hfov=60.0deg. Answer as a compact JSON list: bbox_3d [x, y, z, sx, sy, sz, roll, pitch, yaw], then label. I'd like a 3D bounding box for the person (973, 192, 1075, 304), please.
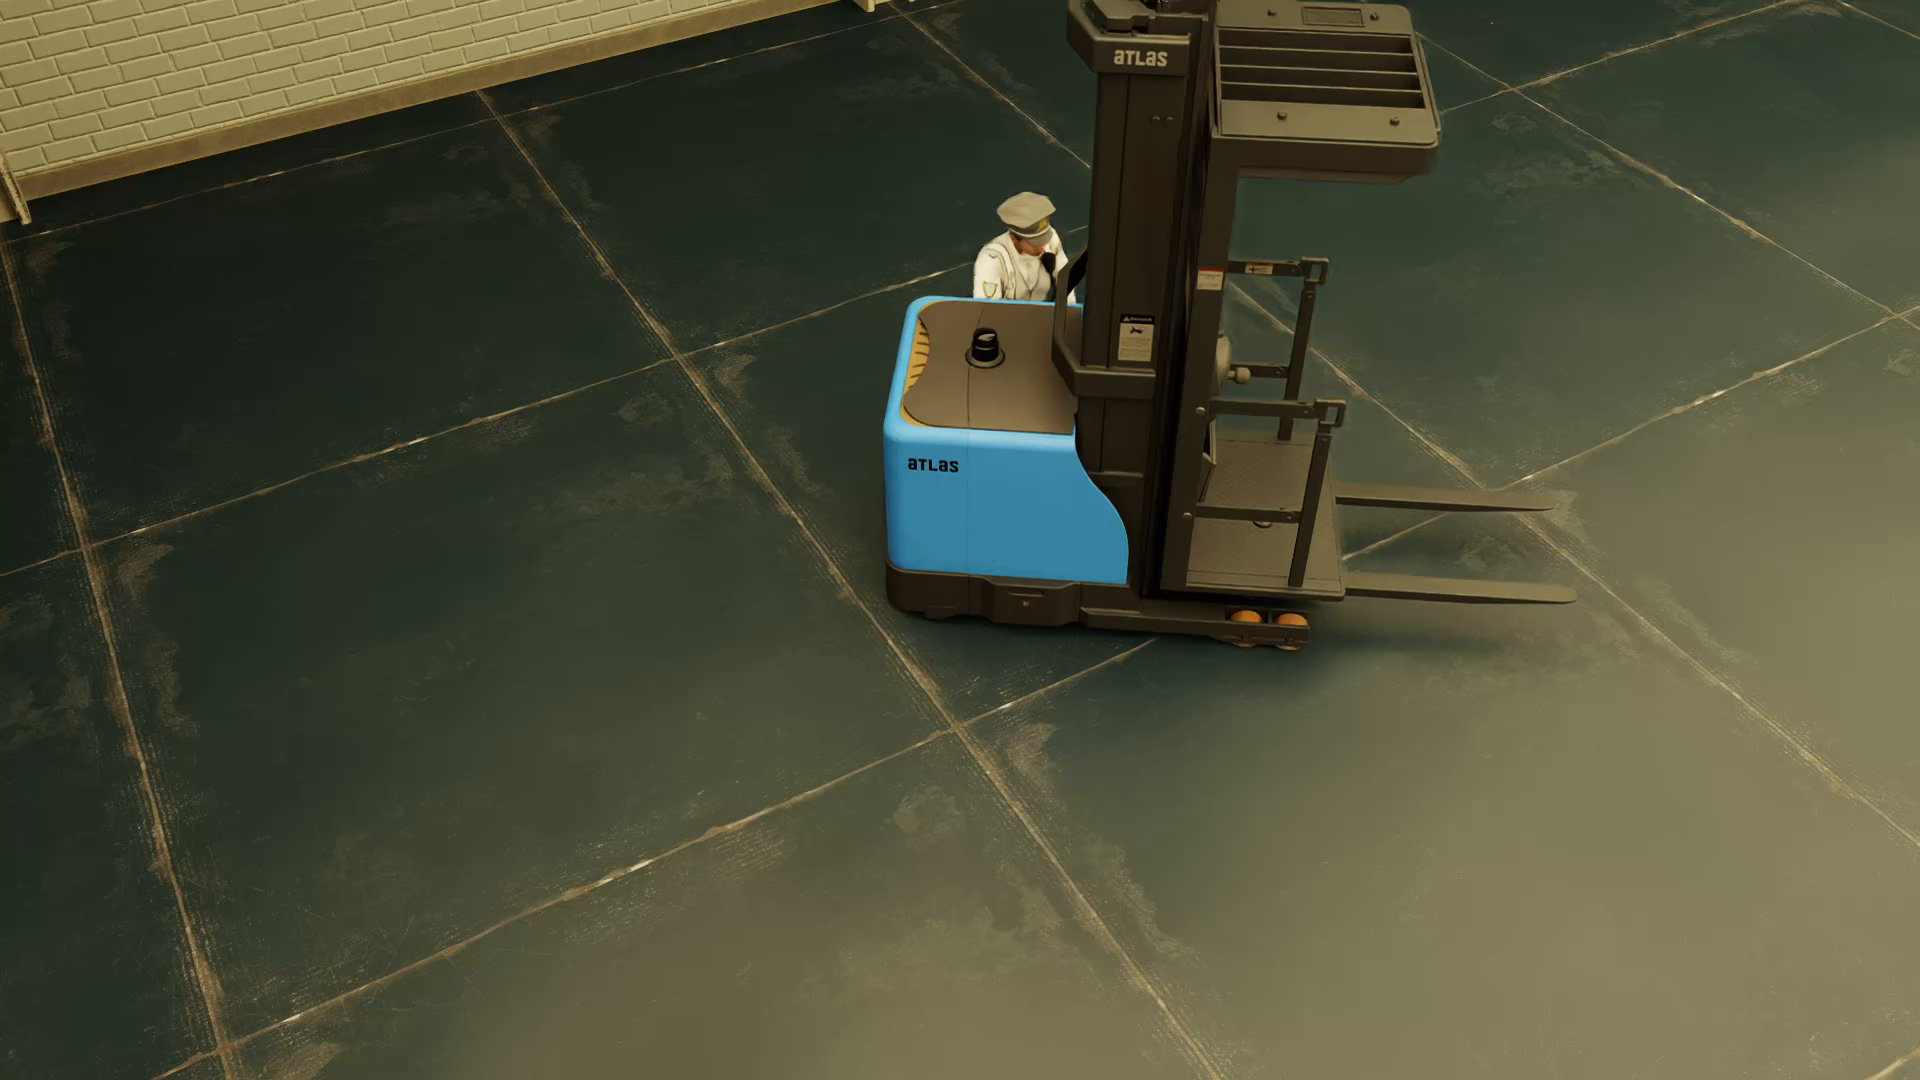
[{"bbox_3d":[0.394,-0.891,7.832,0.738,1.465,0.857,-28,50,-27],"label":"person"}]

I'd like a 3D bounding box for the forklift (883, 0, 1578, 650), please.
[{"bbox_3d":[1.218,-0.972,6.745,3.031,2.935,1.130,4,43,4],"label":"forklift"}]
